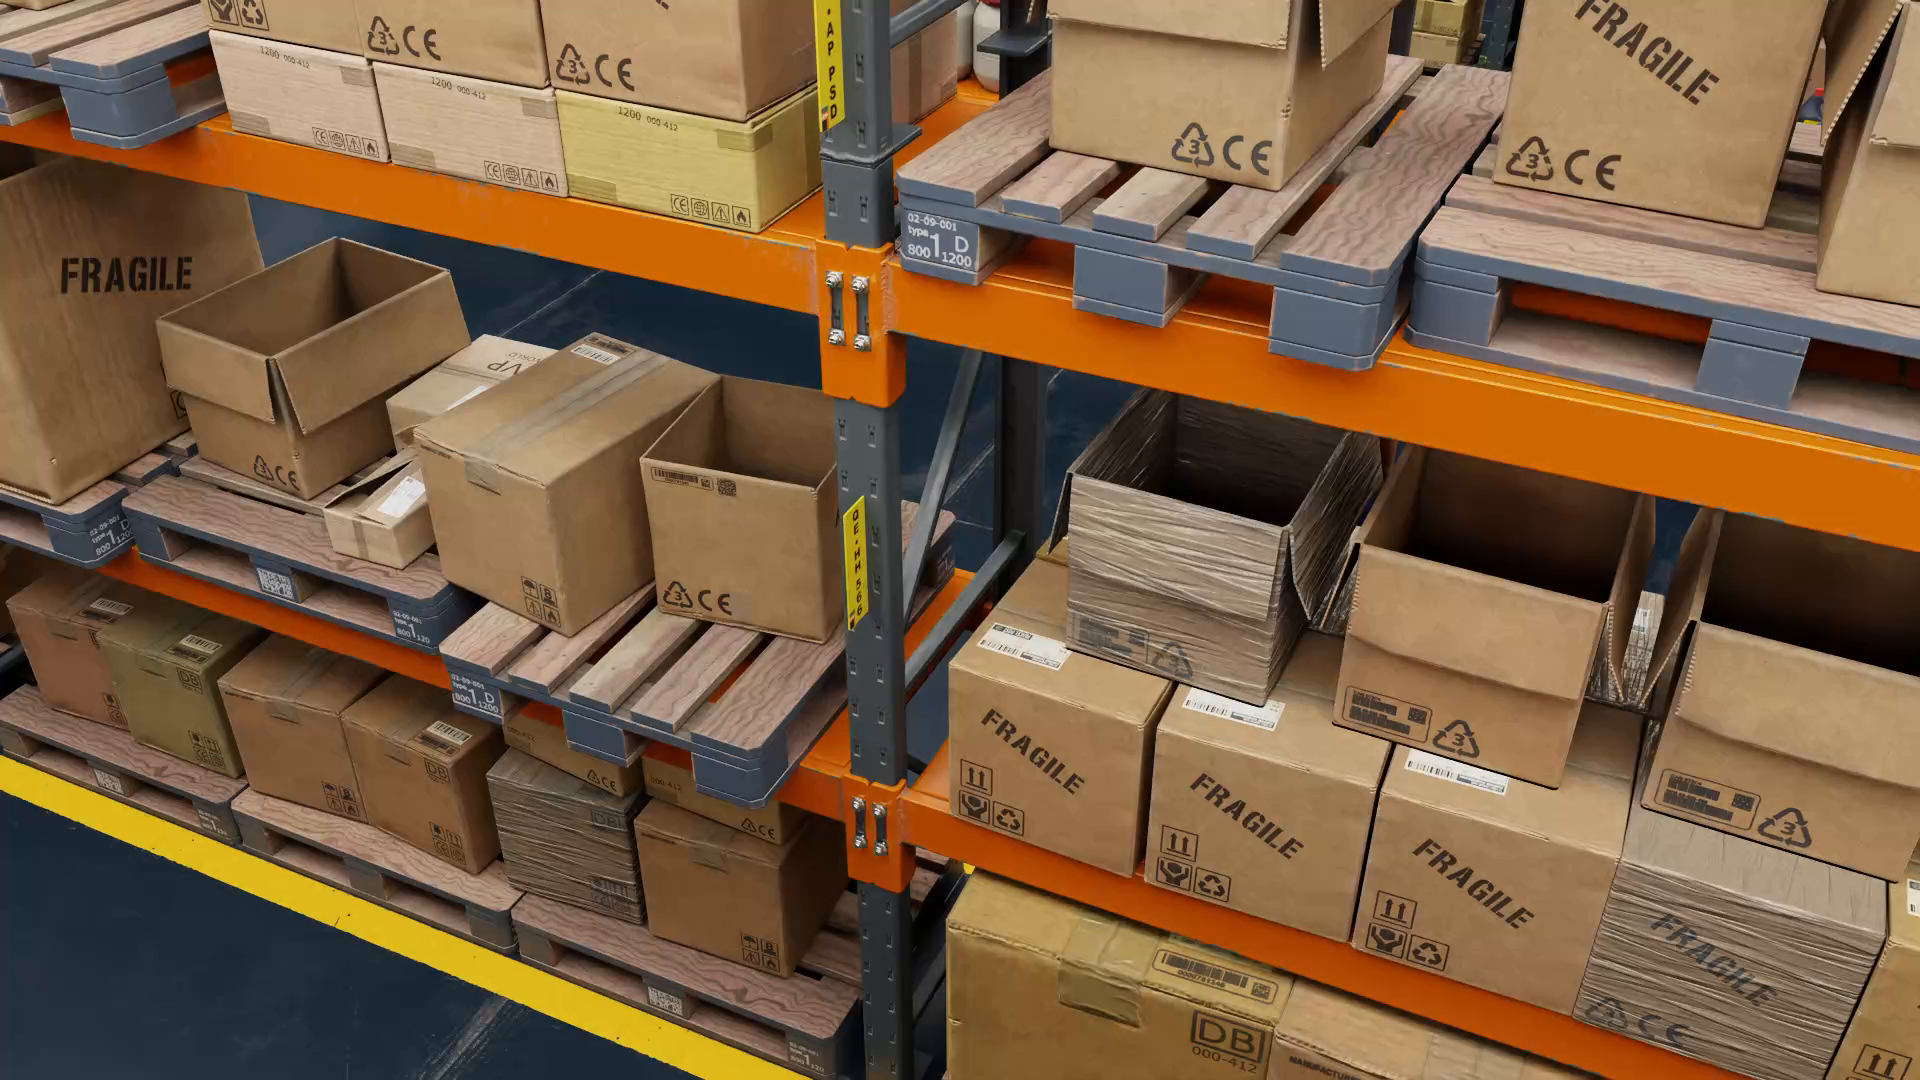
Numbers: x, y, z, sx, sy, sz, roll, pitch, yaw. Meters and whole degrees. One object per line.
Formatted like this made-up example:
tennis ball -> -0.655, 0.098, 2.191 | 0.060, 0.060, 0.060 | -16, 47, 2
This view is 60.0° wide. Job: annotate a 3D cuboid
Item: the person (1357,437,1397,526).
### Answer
person -> 1.475, -0.317, 6.622 | 0.561, 1.651, 0.377 | 12, 36, 17
